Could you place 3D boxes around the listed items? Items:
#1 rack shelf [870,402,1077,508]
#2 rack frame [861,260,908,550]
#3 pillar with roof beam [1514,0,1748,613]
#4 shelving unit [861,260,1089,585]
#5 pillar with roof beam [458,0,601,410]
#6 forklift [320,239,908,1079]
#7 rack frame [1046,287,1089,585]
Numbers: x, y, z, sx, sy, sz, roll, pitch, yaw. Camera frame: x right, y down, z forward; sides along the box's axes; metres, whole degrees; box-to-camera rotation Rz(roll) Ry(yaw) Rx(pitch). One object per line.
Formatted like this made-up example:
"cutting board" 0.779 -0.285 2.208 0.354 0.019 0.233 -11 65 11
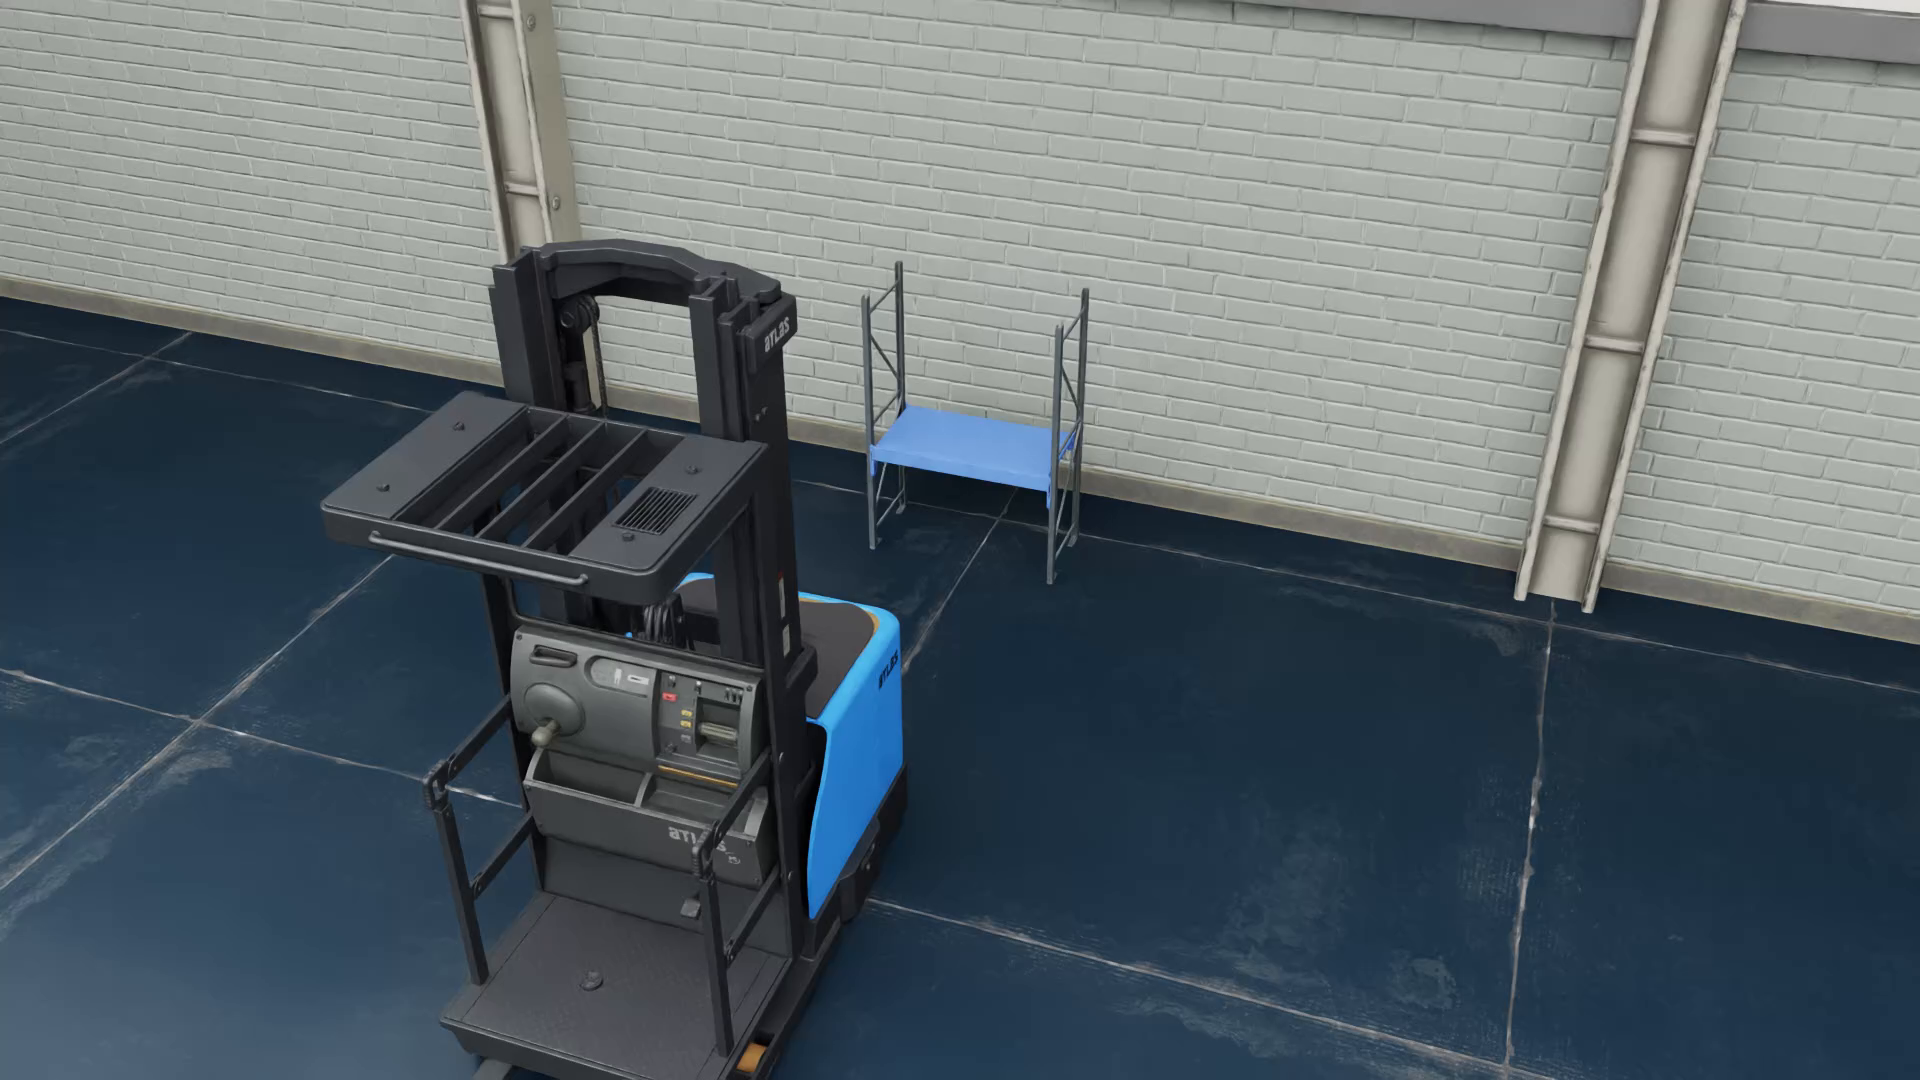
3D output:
"rack shelf" 0.080 -0.463 8.885 1.000 0.185 0.538 11 34 16
"rack frame" -0.398 -0.707 8.931 0.032 1.500 0.500 11 34 16
"pillar with roof beam" 1.696 -1.315 2.958 0.400 9.000 9.100 11 34 16
"shelving unit" 0.080 -0.614 8.787 1.048 1.500 0.538 11 34 16
"pillar with roof beam" -3.952 -2.413 4.659 0.400 9.000 9.100 11 34 16
"forklift" -1.195 0.628 5.543 1.130 2.935 3.031 11 34 16
"rack frame" 0.559 -0.521 8.643 0.032 1.500 0.500 11 34 16
